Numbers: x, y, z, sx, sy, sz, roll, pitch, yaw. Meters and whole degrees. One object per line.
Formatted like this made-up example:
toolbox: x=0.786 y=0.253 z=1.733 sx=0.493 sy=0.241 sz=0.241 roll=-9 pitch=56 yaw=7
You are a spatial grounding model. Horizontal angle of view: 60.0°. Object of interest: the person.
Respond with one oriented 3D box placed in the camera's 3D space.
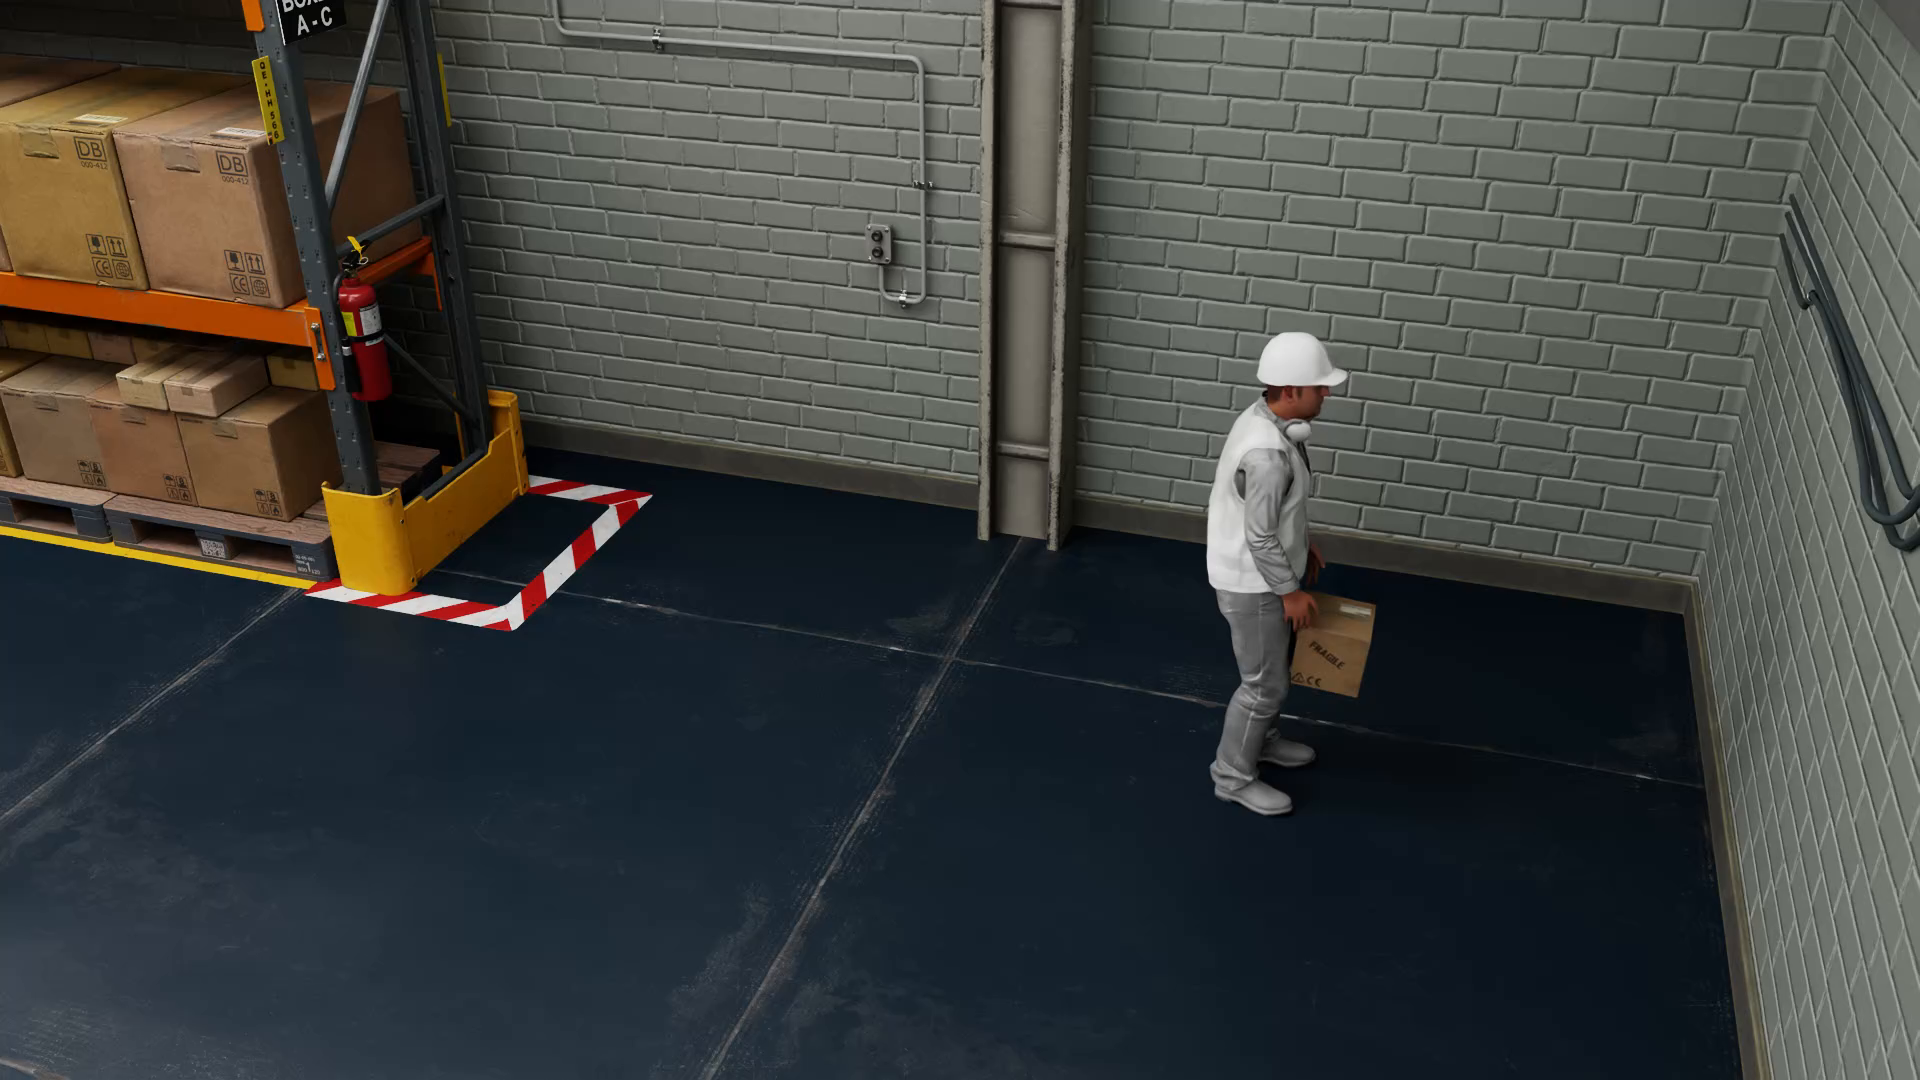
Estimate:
person: x=1.103 y=0.102 z=5.909 sx=0.471 sy=1.777 sz=0.556 roll=8 pitch=30 yaw=14
